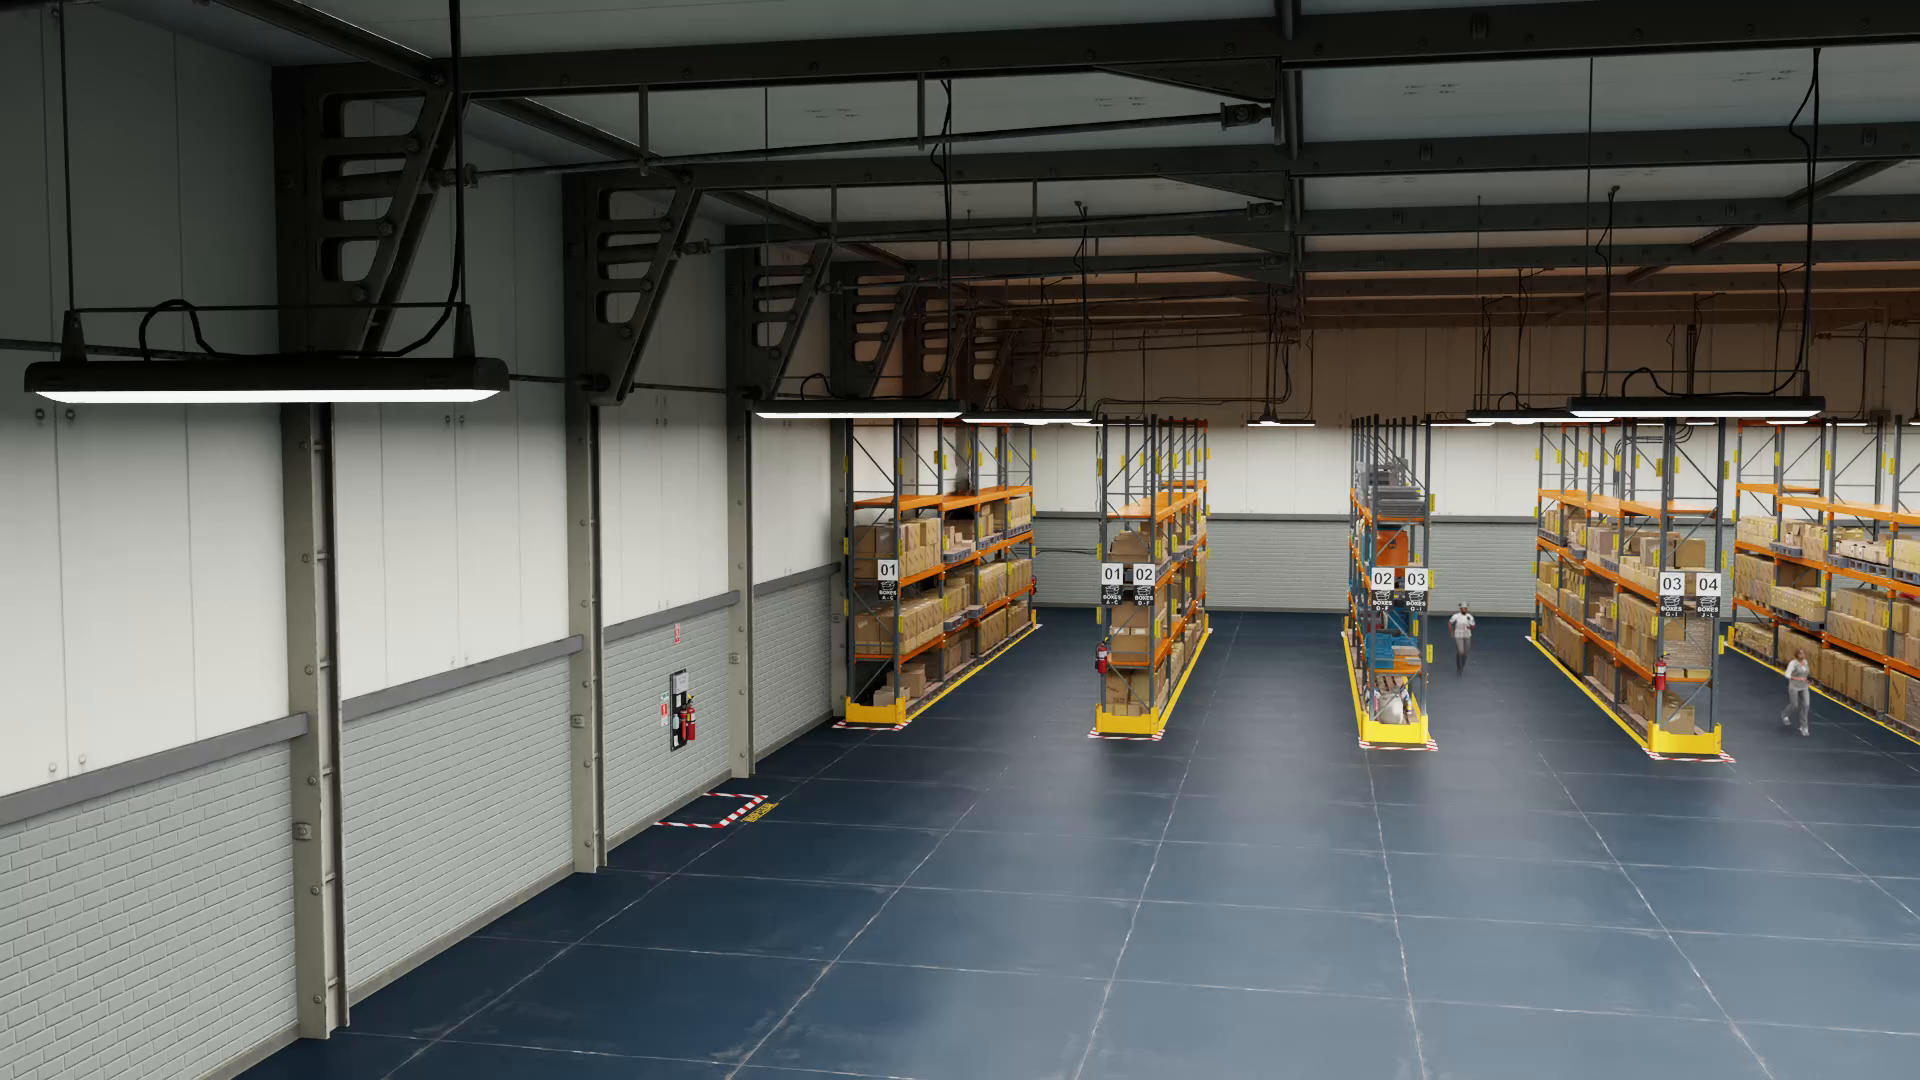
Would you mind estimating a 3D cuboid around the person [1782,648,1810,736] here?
[{"bbox_3d":[15.826,2.852,31.460,0.569,1.626,0.826,-1,4,-8],"label":"person"}]

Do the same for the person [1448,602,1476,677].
[{"bbox_3d":[11.684,2.308,38.654,0.544,1.755,0.737,0,4,1],"label":"person"}]

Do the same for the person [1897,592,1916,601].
[{"bbox_3d":[25.238,1.927,44.496,0.651,1.710,0.718,2,4,22],"label":"person"}]
